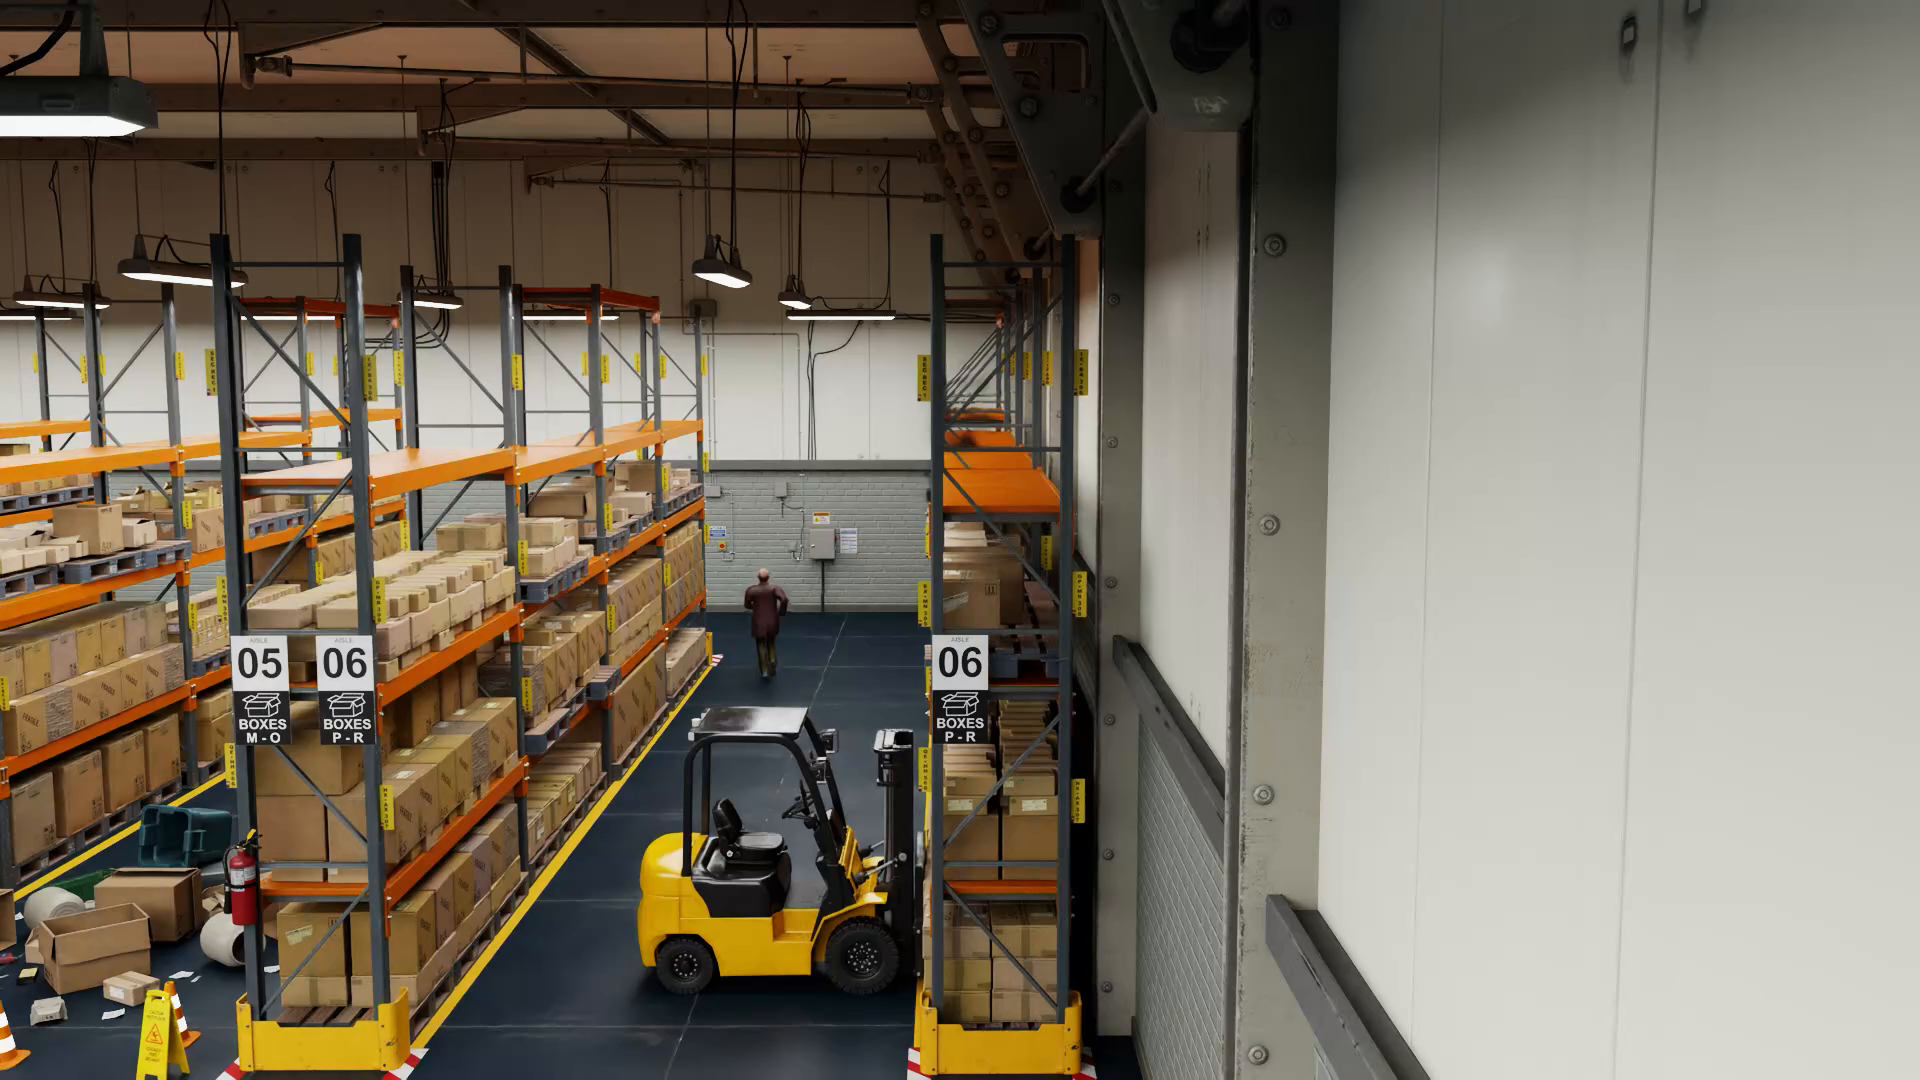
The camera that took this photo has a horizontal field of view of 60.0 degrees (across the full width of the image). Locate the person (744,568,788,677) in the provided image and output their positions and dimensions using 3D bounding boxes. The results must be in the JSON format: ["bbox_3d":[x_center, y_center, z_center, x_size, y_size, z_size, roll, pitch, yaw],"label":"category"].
[{"bbox_3d":[-3.128,1.336,26.760,0.675,1.790,0.762,-1,6,-12],"label":"person"}]
